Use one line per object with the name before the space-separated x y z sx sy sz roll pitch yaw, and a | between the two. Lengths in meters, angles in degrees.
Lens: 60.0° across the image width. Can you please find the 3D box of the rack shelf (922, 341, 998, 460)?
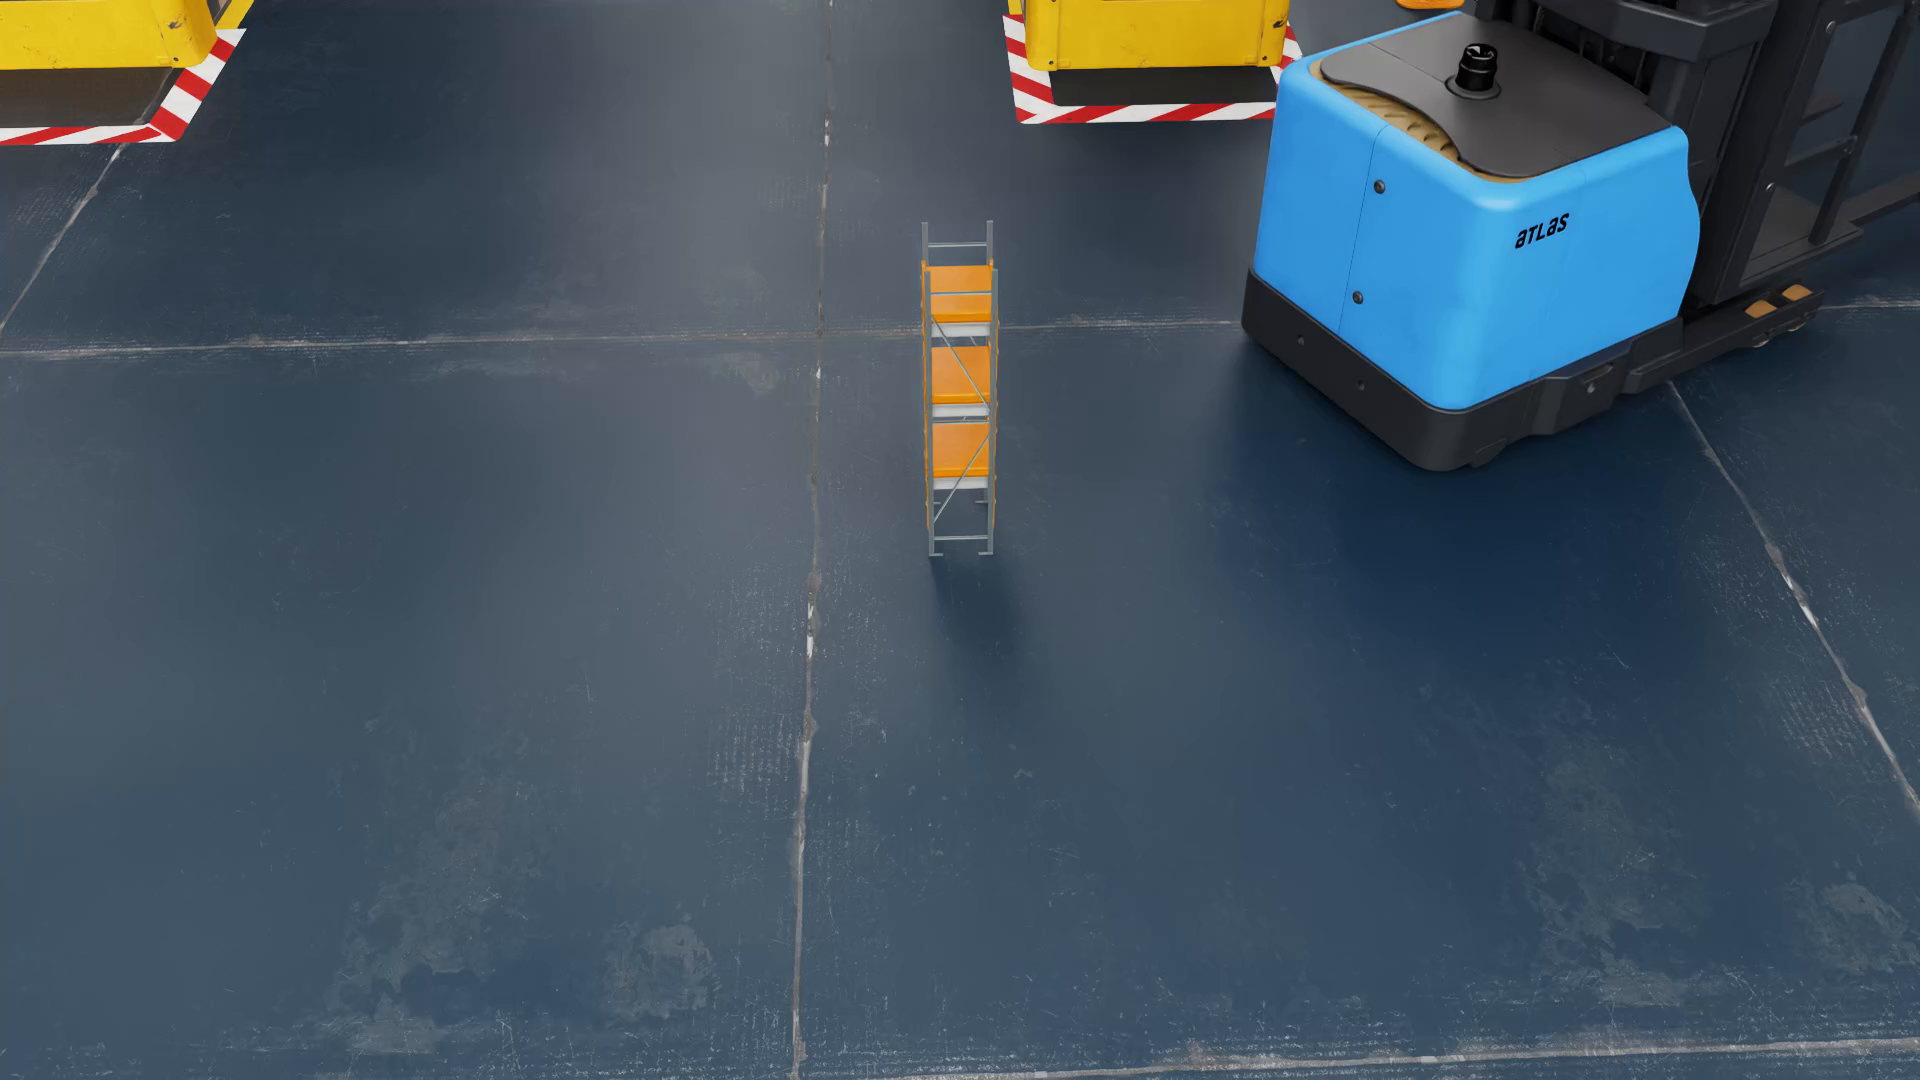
rack shelf | -0.002 -0.415 4.942 0.215 0.259 0.240 -2 43 -2

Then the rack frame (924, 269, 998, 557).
rack frame | 0.003 -0.341 4.845 0.200 1.050 0.008 -2 43 -2

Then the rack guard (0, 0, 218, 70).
rack guard | -4.070 -2.448 7.551 1.175 0.500 0.348 -2 43 -2

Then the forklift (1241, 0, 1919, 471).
forklift | 2.539 -2.059 5.327 3.031 2.935 1.130 -22 47 -23

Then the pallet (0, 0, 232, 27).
pallet | -4.069 -2.891 8.248 1.003 0.211 1.213 -2 43 -2

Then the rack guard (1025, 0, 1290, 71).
rack guard | 0.894 -2.455 7.558 1.175 0.500 0.348 -2 43 -2

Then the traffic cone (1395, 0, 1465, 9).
traffic cone | 2.289 -2.857 8.024 0.336 0.463 0.334 -2 43 -2

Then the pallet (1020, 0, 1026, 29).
pallet | 0.781 -2.902 8.260 1.003 0.211 1.213 -2 43 -2

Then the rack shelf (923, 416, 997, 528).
rack shelf | -0.002 -0.210 5.130 0.215 0.259 0.240 -2 43 -2

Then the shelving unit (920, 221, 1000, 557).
shelving unit | -0.002 -0.423 4.935 0.215 1.050 0.252 -2 43 -2

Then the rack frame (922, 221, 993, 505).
rack frame | -0.007 -0.506 5.025 0.200 1.050 0.008 -2 43 -2

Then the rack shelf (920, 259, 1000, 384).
rack shelf | -0.002 -0.625 4.750 0.215 0.259 0.240 -2 43 -2
